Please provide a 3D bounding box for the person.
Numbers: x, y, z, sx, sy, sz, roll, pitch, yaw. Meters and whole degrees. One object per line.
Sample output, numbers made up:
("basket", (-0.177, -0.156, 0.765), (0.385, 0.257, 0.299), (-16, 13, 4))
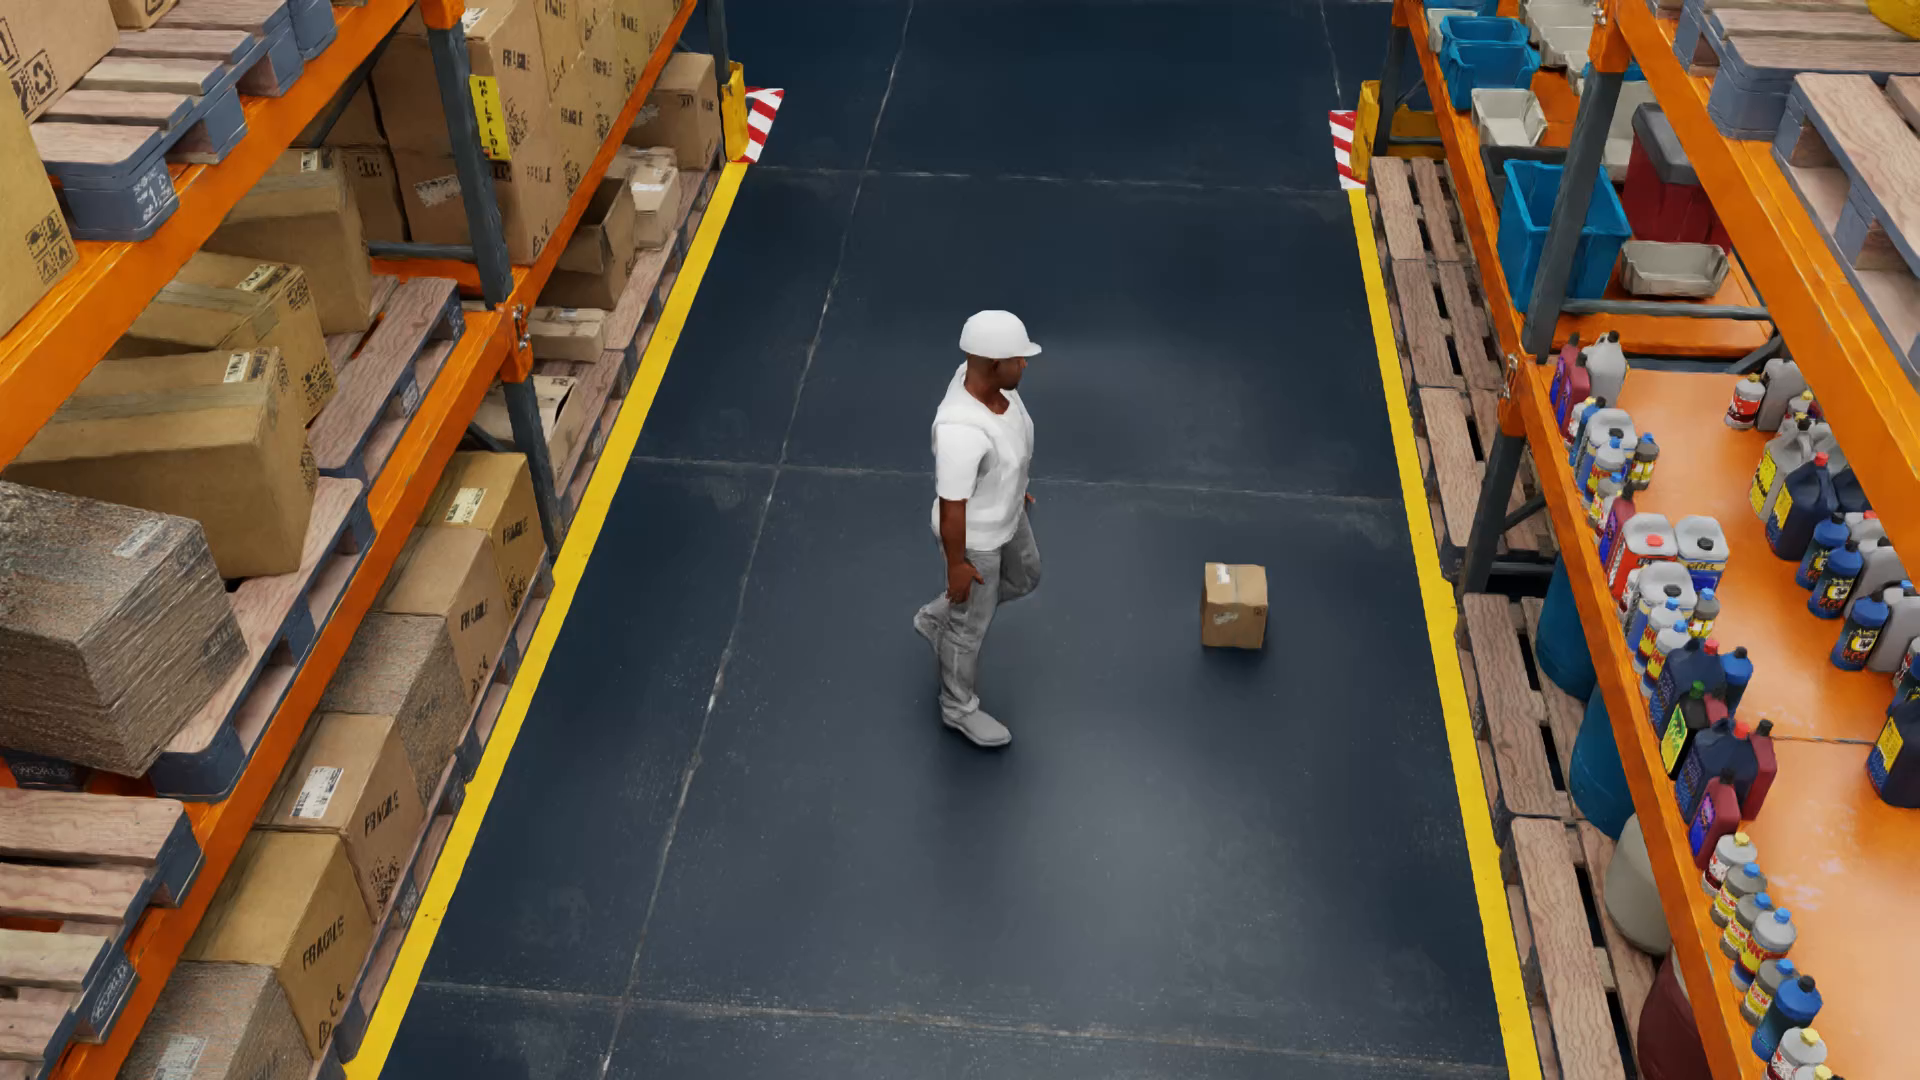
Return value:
("person", (0.036, -0.083, 6.207), (0.507, 1.759, 0.650), (10, 41, 11))
